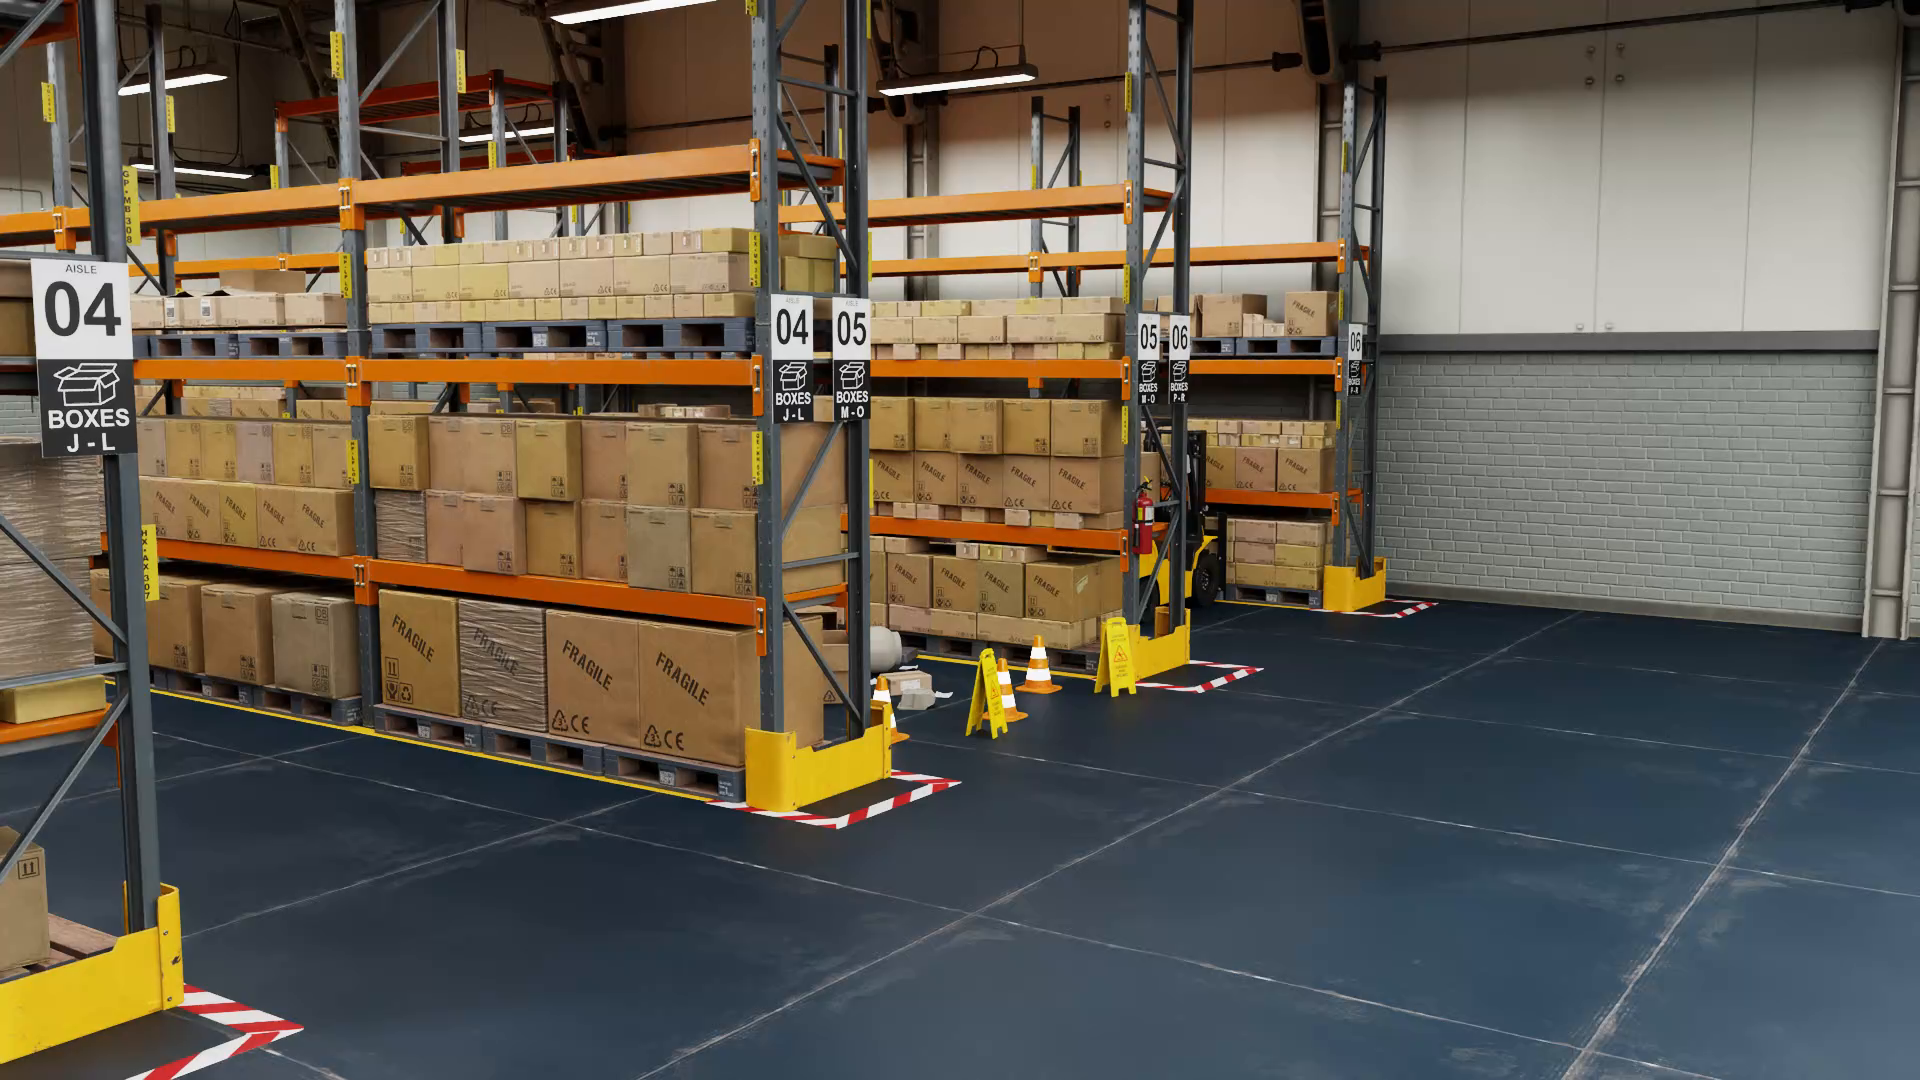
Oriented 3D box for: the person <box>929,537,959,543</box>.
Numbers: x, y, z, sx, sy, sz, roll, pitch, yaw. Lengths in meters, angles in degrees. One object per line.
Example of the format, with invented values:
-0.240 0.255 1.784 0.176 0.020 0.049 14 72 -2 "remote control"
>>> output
-0.338 -0.007 18.908 0.626 1.552 0.612 4 7 34 "person"
